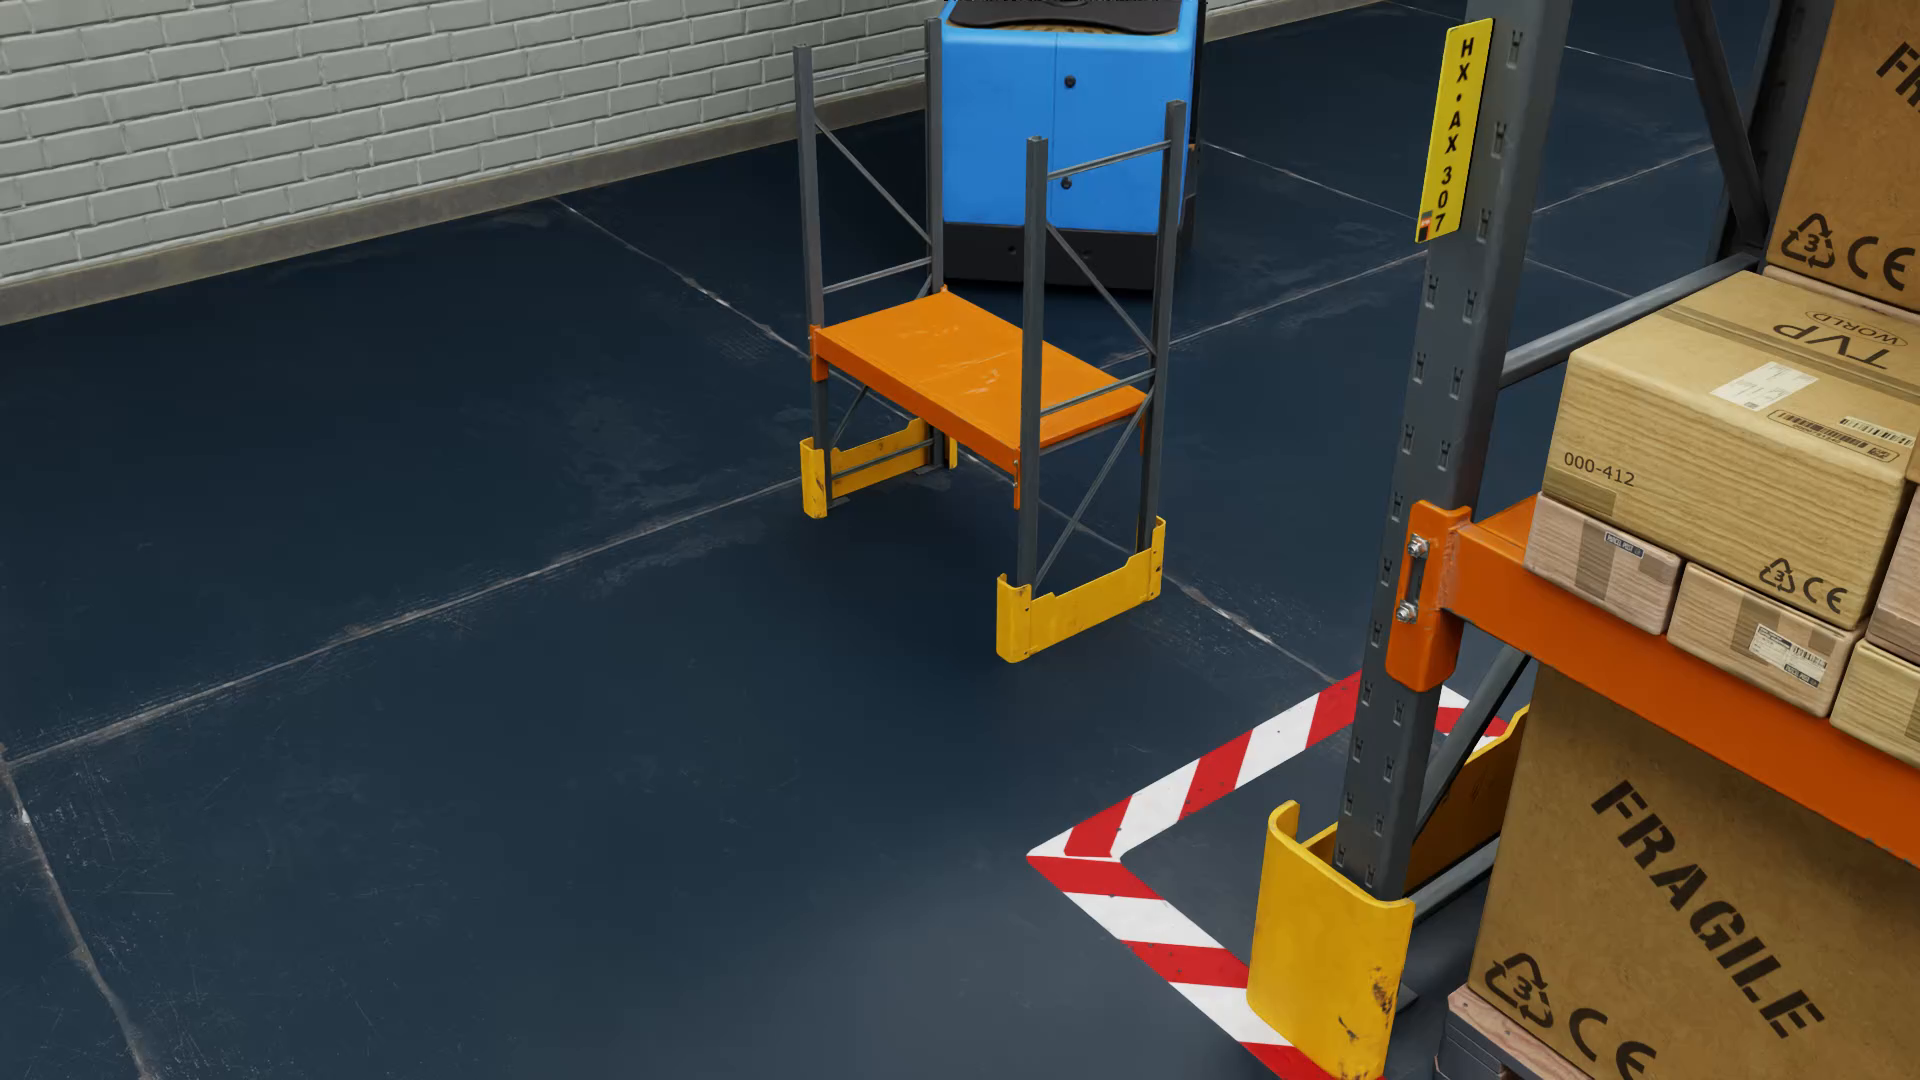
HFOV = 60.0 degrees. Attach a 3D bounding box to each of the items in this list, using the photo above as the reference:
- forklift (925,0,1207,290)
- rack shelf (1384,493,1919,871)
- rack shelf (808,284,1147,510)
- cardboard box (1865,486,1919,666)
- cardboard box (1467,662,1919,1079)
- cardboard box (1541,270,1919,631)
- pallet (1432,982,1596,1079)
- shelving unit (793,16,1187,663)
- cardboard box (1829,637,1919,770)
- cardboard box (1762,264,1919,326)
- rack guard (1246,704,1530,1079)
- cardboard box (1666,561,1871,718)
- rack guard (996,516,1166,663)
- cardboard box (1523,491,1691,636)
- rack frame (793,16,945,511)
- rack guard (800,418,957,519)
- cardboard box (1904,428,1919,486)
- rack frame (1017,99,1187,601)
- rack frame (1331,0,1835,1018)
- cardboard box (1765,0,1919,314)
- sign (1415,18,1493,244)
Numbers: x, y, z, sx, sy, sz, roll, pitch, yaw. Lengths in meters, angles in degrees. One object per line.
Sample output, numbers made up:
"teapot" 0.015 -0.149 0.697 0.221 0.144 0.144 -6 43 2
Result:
"forklift" 0.593 -3.019 7.333 1.130 2.935 3.031 5 32 7
"rack shelf" 2.408 0.754 1.875 1.077 0.370 4.000 -22 38 -31
"rack shelf" 0.052 -0.449 4.892 0.538 0.185 1.000 -22 38 -31
"cardboard box" 1.586 0.054 2.180 0.500 0.250 0.500 -23 38 -32
"cardboard box" 1.637 0.580 3.089 0.875 0.875 0.875 -22 38 -31
"cardboard box" 1.262 -0.160 2.525 0.500 0.250 0.500 -23 39 -33
"pallet" 1.733 1.107 3.267 1.003 0.211 1.213 -22 38 -31
"shelving unit" 0.047 -0.605 4.803 0.587 1.500 1.083 -22 38 -31
"cardboard box" 1.454 0.189 2.340 0.380 0.149 0.250 -23 39 -32
"cardboard box" 1.688 -0.332 2.801 0.500 0.250 0.500 -23 39 -32
"rack guard" 1.167 0.667 3.703 1.175 0.500 0.348 -22 38 -31
"cardboard box" 1.297 0.083 2.512 0.380 0.149 0.250 -23 38 -32
"rack guard" 0.352 0.133 4.799 0.587 0.250 0.087 -22 38 -31
"cardboard box" 1.138 -0.024 2.683 0.380 0.149 0.250 -22 38 -31
"rack frame" -0.259 -0.813 5.138 0.500 1.500 0.032 -22 38 -31
"rack guard" -0.259 -0.282 5.467 0.587 0.250 0.087 -22 38 -31
"cardboard box" 1.569 -0.271 1.992 0.500 0.500 0.500 -23 39 -32
"rack frame" 0.364 -0.390 4.456 0.500 1.500 0.032 -22 38 -31
"rack frame" 1.181 -0.385 3.027 1.000 3.000 0.127 -22 38 -31
"cardboard box" 1.688 -0.648 2.600 0.500 0.500 0.500 -22 38 -31
"sign" 0.739 -0.609 2.493 0.100 0.325 0.005 -22 38 -31
